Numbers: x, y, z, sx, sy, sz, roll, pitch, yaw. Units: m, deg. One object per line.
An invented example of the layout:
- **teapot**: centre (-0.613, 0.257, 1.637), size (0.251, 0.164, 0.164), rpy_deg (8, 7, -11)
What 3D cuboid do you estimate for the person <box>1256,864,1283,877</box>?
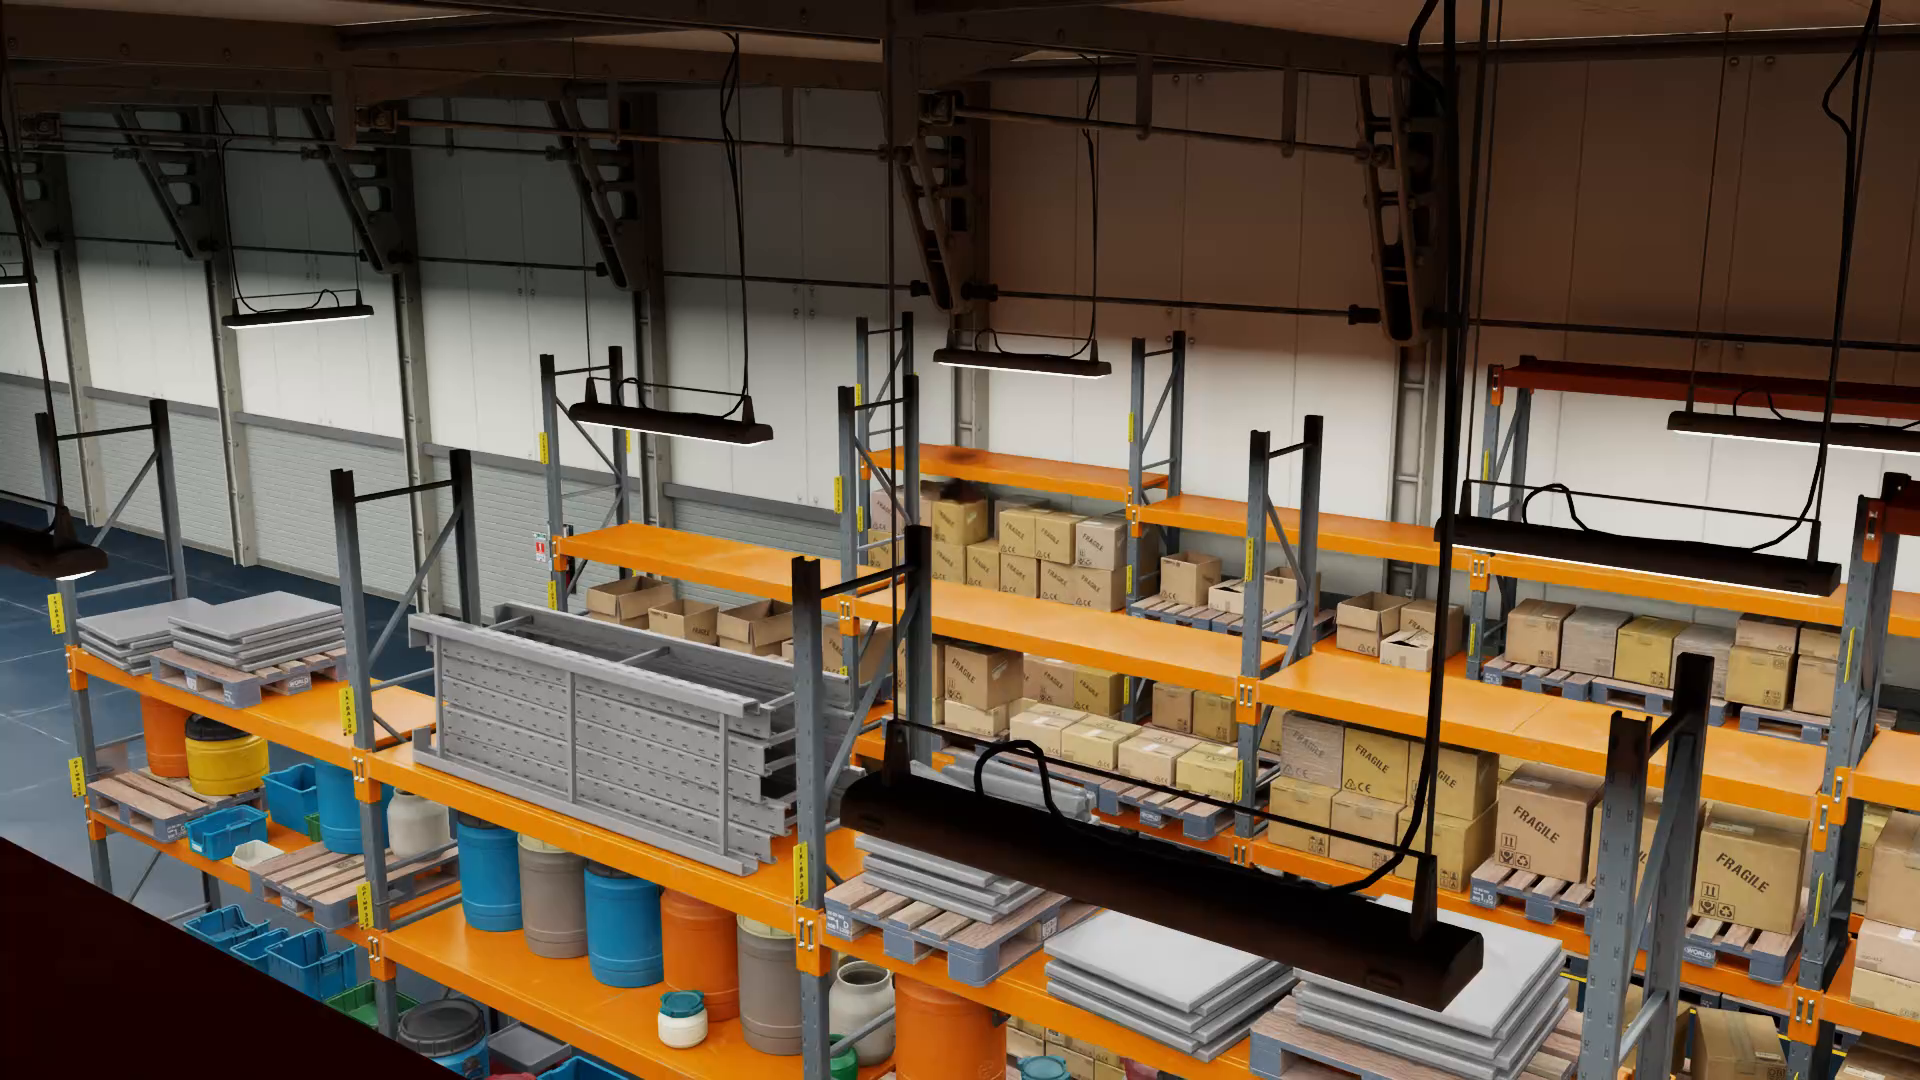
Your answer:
- **person**: centre (2.783, 3.711, 15.615), size (0.826, 1.646, 0.534), rpy_deg (11, 17, 41)
